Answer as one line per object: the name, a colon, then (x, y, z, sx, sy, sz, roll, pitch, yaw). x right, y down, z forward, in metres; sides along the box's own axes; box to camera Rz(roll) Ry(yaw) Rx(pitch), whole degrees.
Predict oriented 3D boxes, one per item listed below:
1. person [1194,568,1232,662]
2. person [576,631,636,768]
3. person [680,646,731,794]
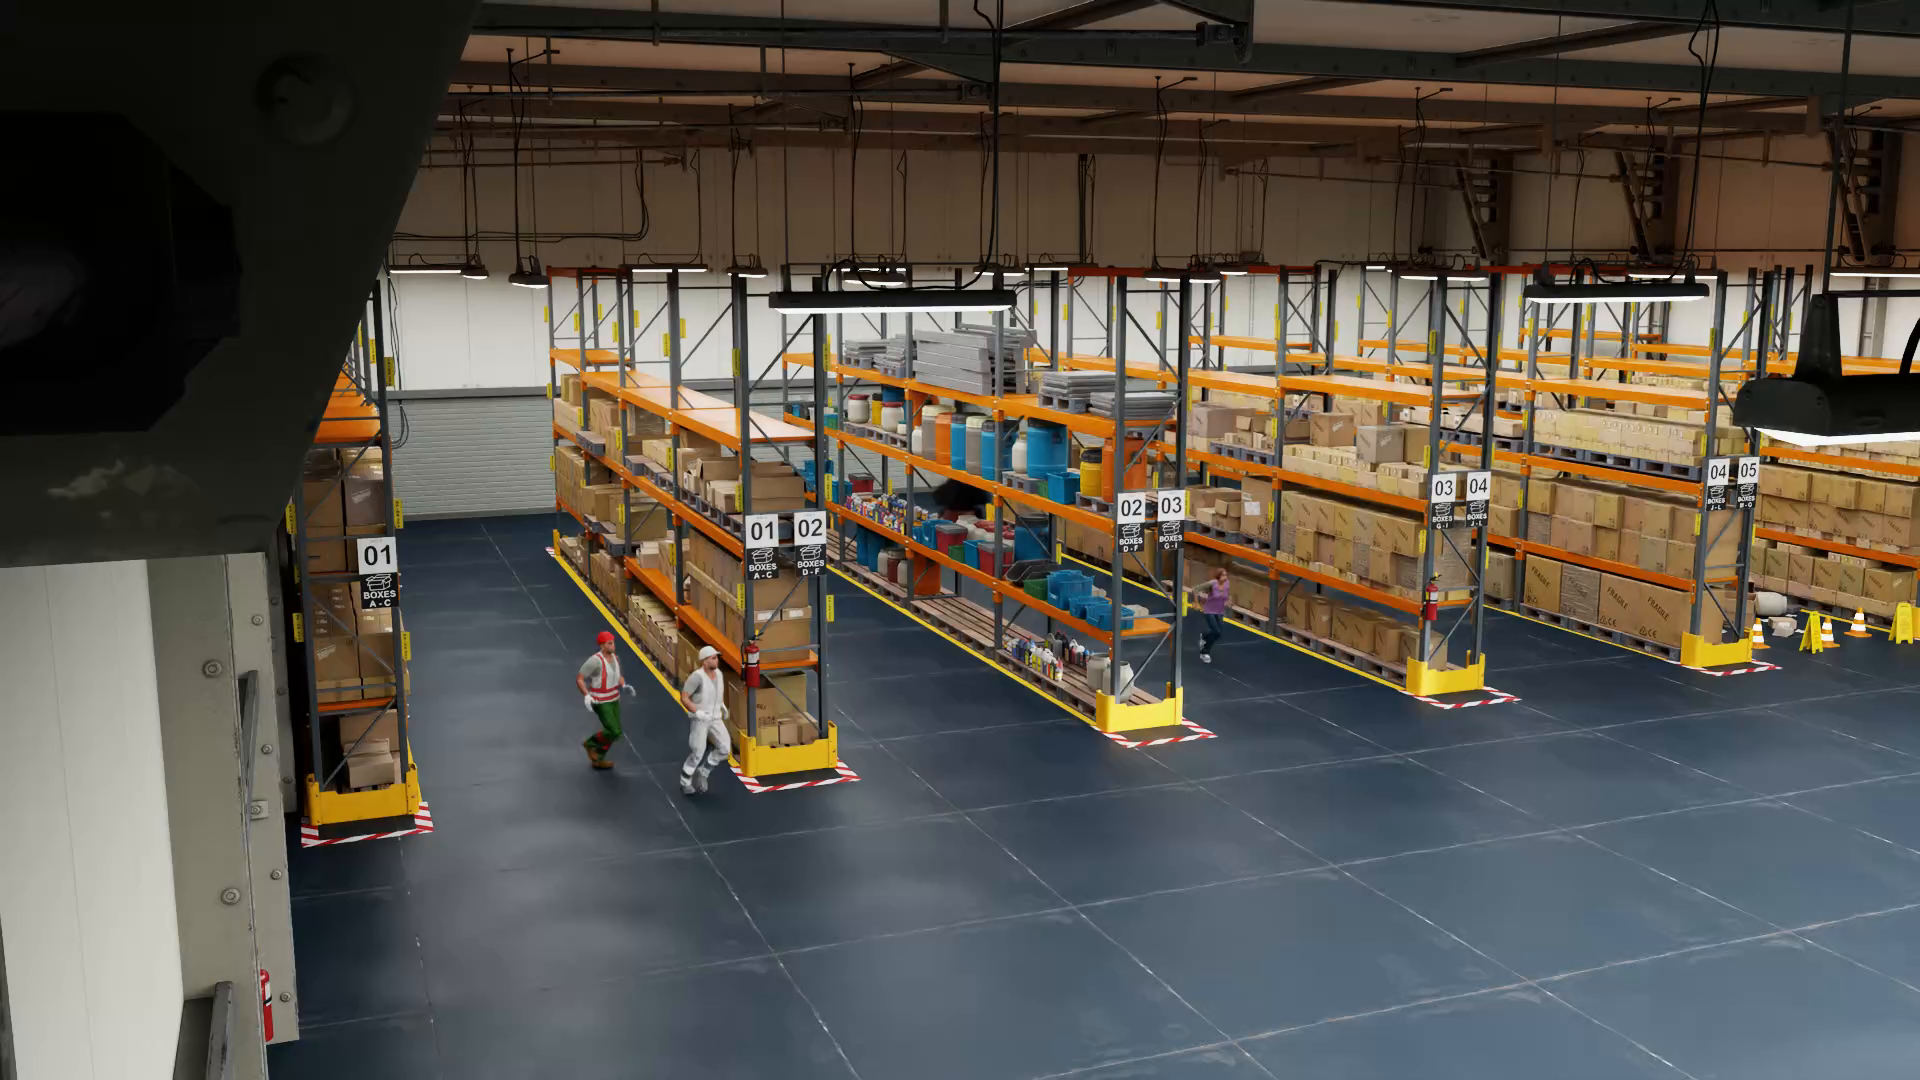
person: (3.939, 1.160, 25.661, 0.524, 1.527, 0.662, -5, 11, -28)
person: (-4.312, 1.967, 20.358, 0.632, 1.730, 0.669, 5, 11, 25)
person: (-2.942, 2.102, 19.540, 0.582, 1.723, 0.724, 9, 13, 40)
